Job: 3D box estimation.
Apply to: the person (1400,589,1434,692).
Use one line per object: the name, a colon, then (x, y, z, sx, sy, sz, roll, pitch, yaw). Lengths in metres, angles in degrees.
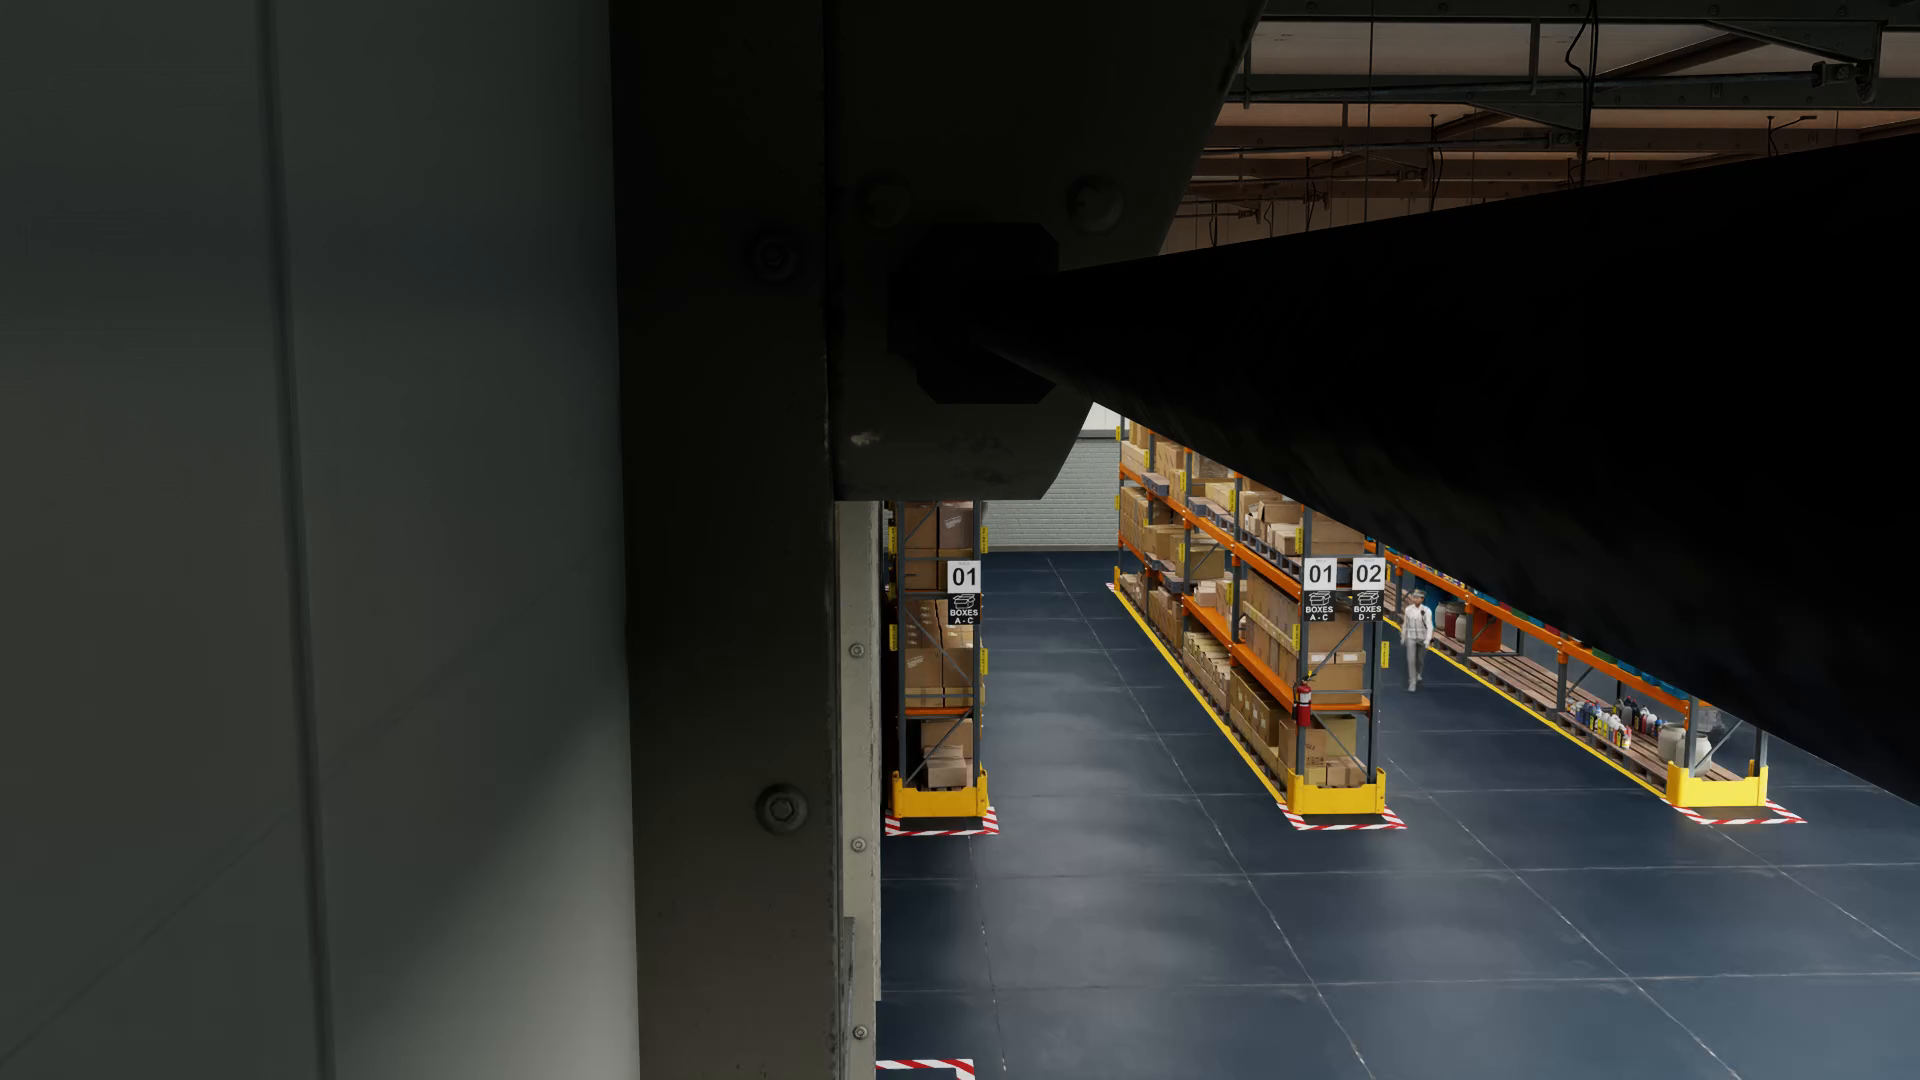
person: (7.476, 1.606, 27.200, 0.485, 1.635, 1.020, 1, 8, 9)

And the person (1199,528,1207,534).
person: (5.962, -0.338, 40.513, 0.544, 1.731, 0.635, -2, 9, -16)

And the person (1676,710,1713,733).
person: (10.939, 1.943, 24.503, 0.529, 1.772, 0.577, 1, 8, 5)
